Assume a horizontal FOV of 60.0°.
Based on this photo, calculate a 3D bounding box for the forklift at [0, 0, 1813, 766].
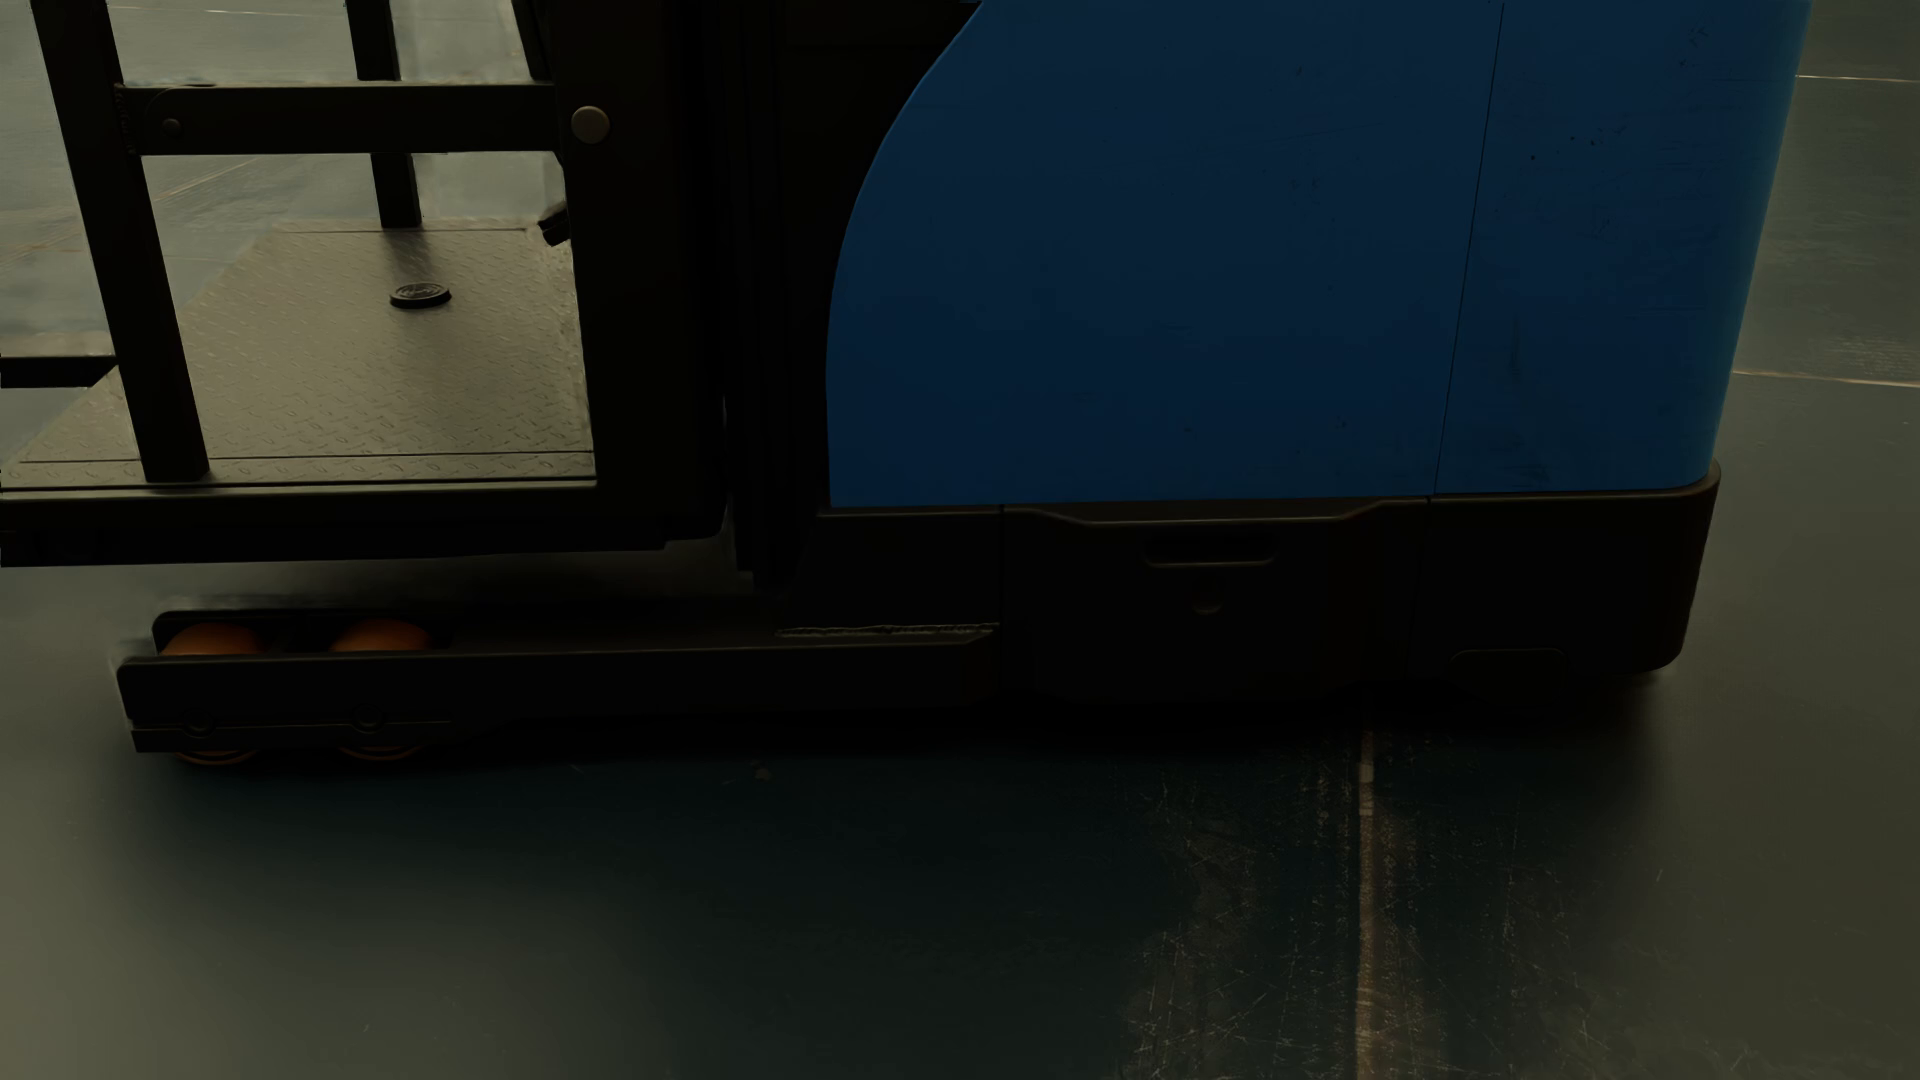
[{"bbox_3d":[-0.624,-1.286,1.795,3.031,2.935,1.130,-1,27,-3],"label":"forklift"}]
